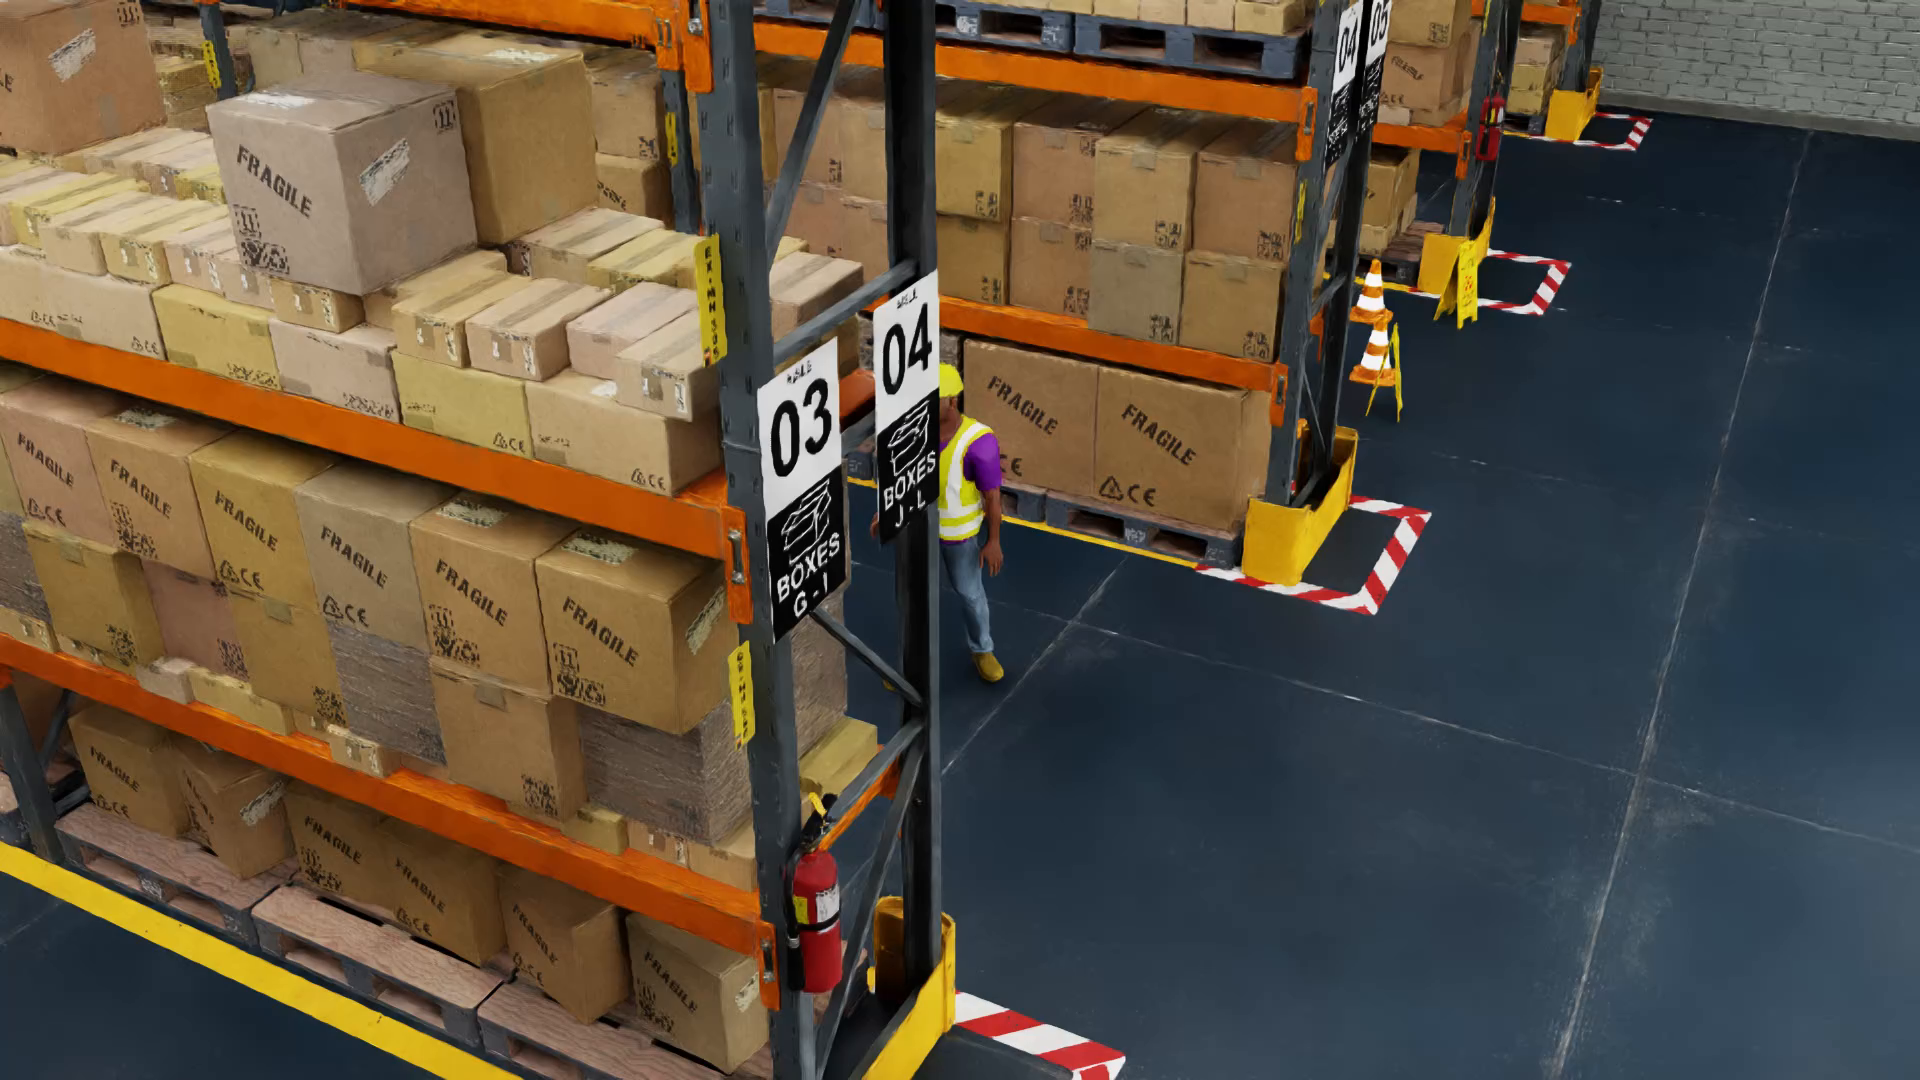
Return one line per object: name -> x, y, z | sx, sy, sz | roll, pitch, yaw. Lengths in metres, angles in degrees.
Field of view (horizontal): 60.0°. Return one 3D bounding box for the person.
person -> -0.136, -0.056, 8.342 | 0.738, 1.768, 0.582 | 15, 33, 24
